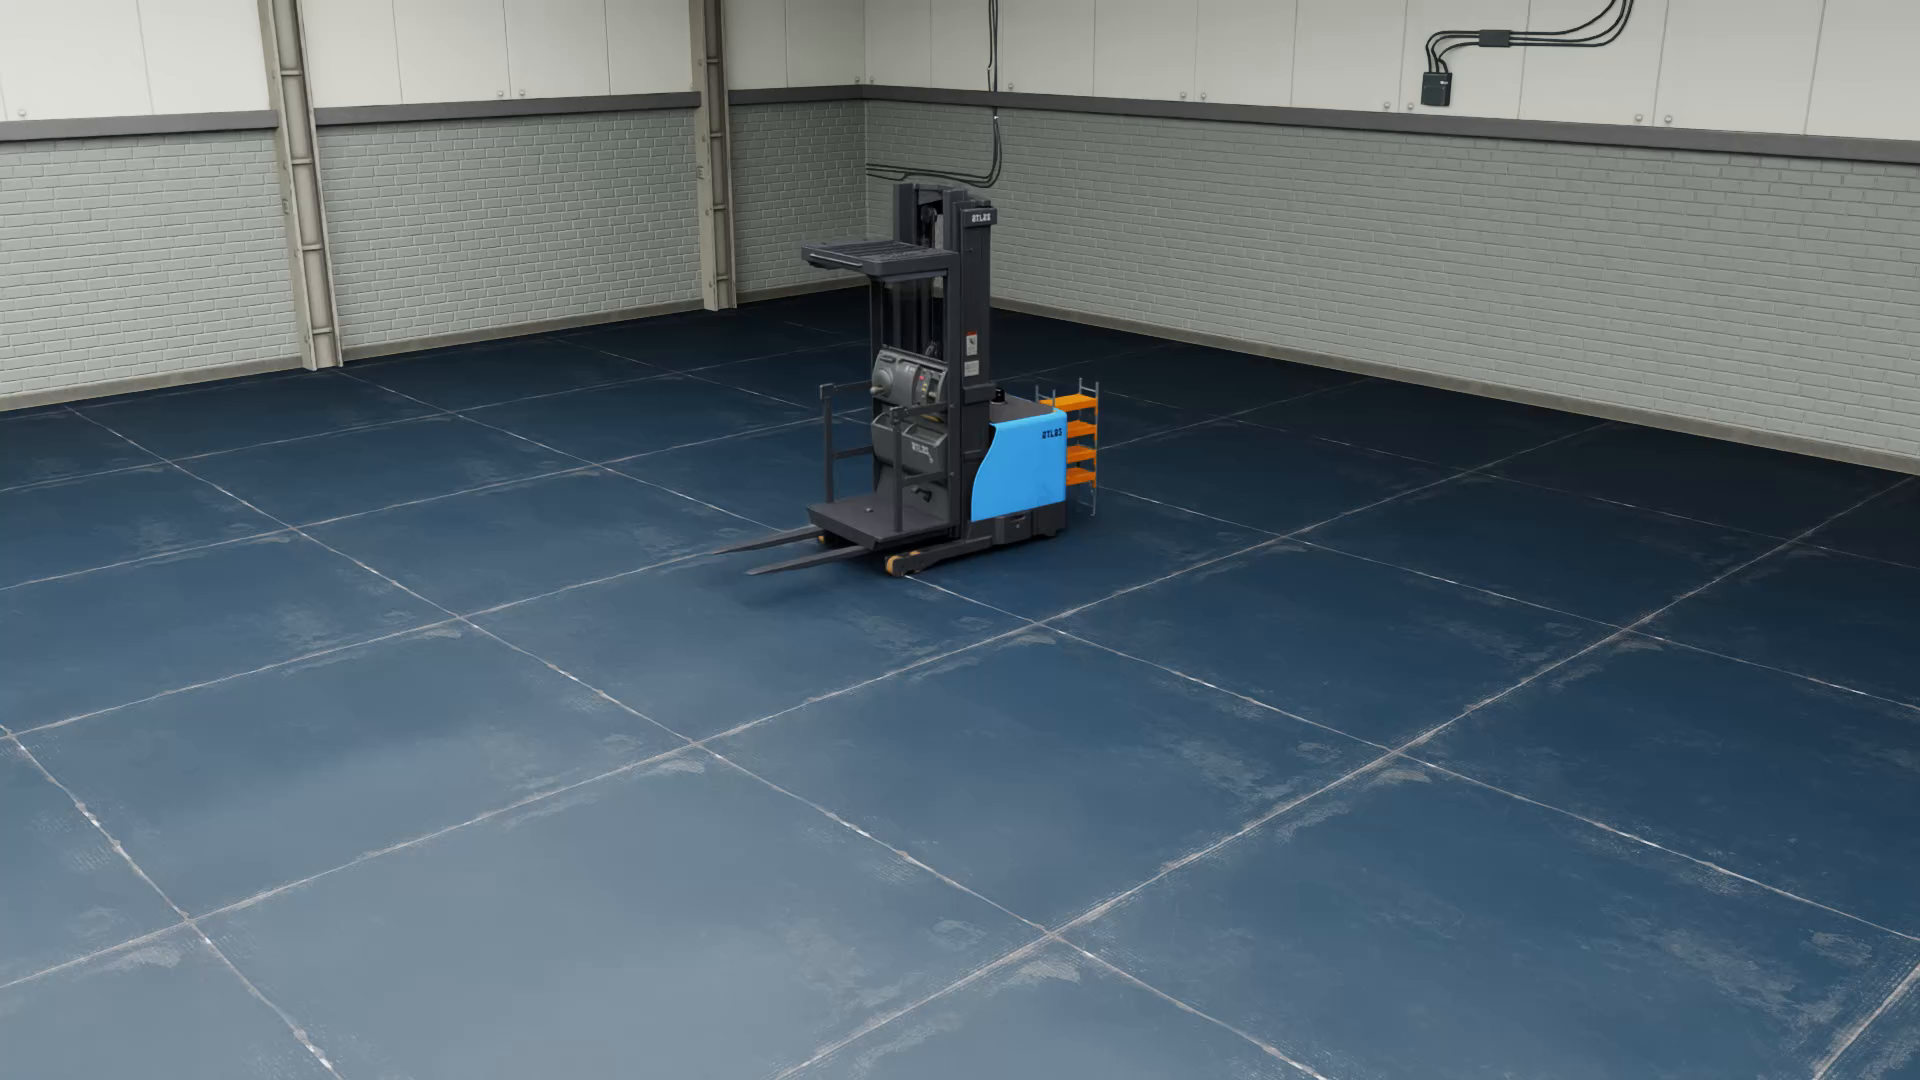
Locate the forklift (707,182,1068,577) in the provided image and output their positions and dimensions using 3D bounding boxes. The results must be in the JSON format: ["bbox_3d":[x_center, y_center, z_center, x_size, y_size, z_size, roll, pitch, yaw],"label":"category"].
[{"bbox_3d":[-0.571,-1.288,13.206,3.031,2.935,1.130,-13,22,-35],"label":"forklift"}]

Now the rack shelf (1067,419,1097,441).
[{"bbox_3d":[0.919,-0.916,14.357,0.480,0.148,0.258,-13,22,-35],"label":"rack shelf"}]

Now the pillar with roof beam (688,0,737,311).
[{"bbox_3d":[-0.585,-6.741,20.185,0.400,9.000,9.100,-16,24,-41],"label":"pillar with roof beam"}]

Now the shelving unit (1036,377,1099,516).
[{"bbox_3d":[0.919,-0.767,14.405,0.503,1.200,0.258,-13,22,-35],"label":"shelving unit"}]

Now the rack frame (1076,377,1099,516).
[{"bbox_3d":[1.114,-0.812,14.545,0.015,1.200,0.240,-13,22,-35],"label":"rack frame"}]

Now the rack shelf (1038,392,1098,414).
[{"bbox_3d":[0.919,-1.141,14.284,0.480,0.148,0.258,-13,22,-35],"label":"rack shelf"}]

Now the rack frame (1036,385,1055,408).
[{"bbox_3d":[0.724,-0.722,14.265,0.015,1.200,0.240,-13,22,-35],"label":"rack frame"}]

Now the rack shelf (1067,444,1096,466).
[{"bbox_3d":[0.919,-0.703,14.426,0.480,0.148,0.258,-13,22,-35],"label":"rack shelf"}]

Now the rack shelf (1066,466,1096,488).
[{"bbox_3d":[0.919,-0.514,14.487,0.480,0.148,0.258,-13,22,-35],"label":"rack shelf"}]

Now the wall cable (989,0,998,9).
[{"bbox_3d":[1.365,-8.353,22.002,0.112,2.526,3.097,-16,24,-41],"label":"wall cable"}]

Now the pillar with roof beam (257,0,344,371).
[{"bbox_3d":[-4.944,-5.469,16.263,0.400,9.000,9.100,-16,24,-41],"label":"pillar with roof beam"}]

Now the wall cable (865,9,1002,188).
[{"bbox_3d":[-0.493,-6.556,24.651,0.112,2.526,3.097,-16,24,-41],"label":"wall cable"}]

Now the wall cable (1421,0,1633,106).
[{"bbox_3d":[6.018,-7.520,17.075,0.169,6.003,2.305,-16,24,-41],"label":"wall cable"}]
